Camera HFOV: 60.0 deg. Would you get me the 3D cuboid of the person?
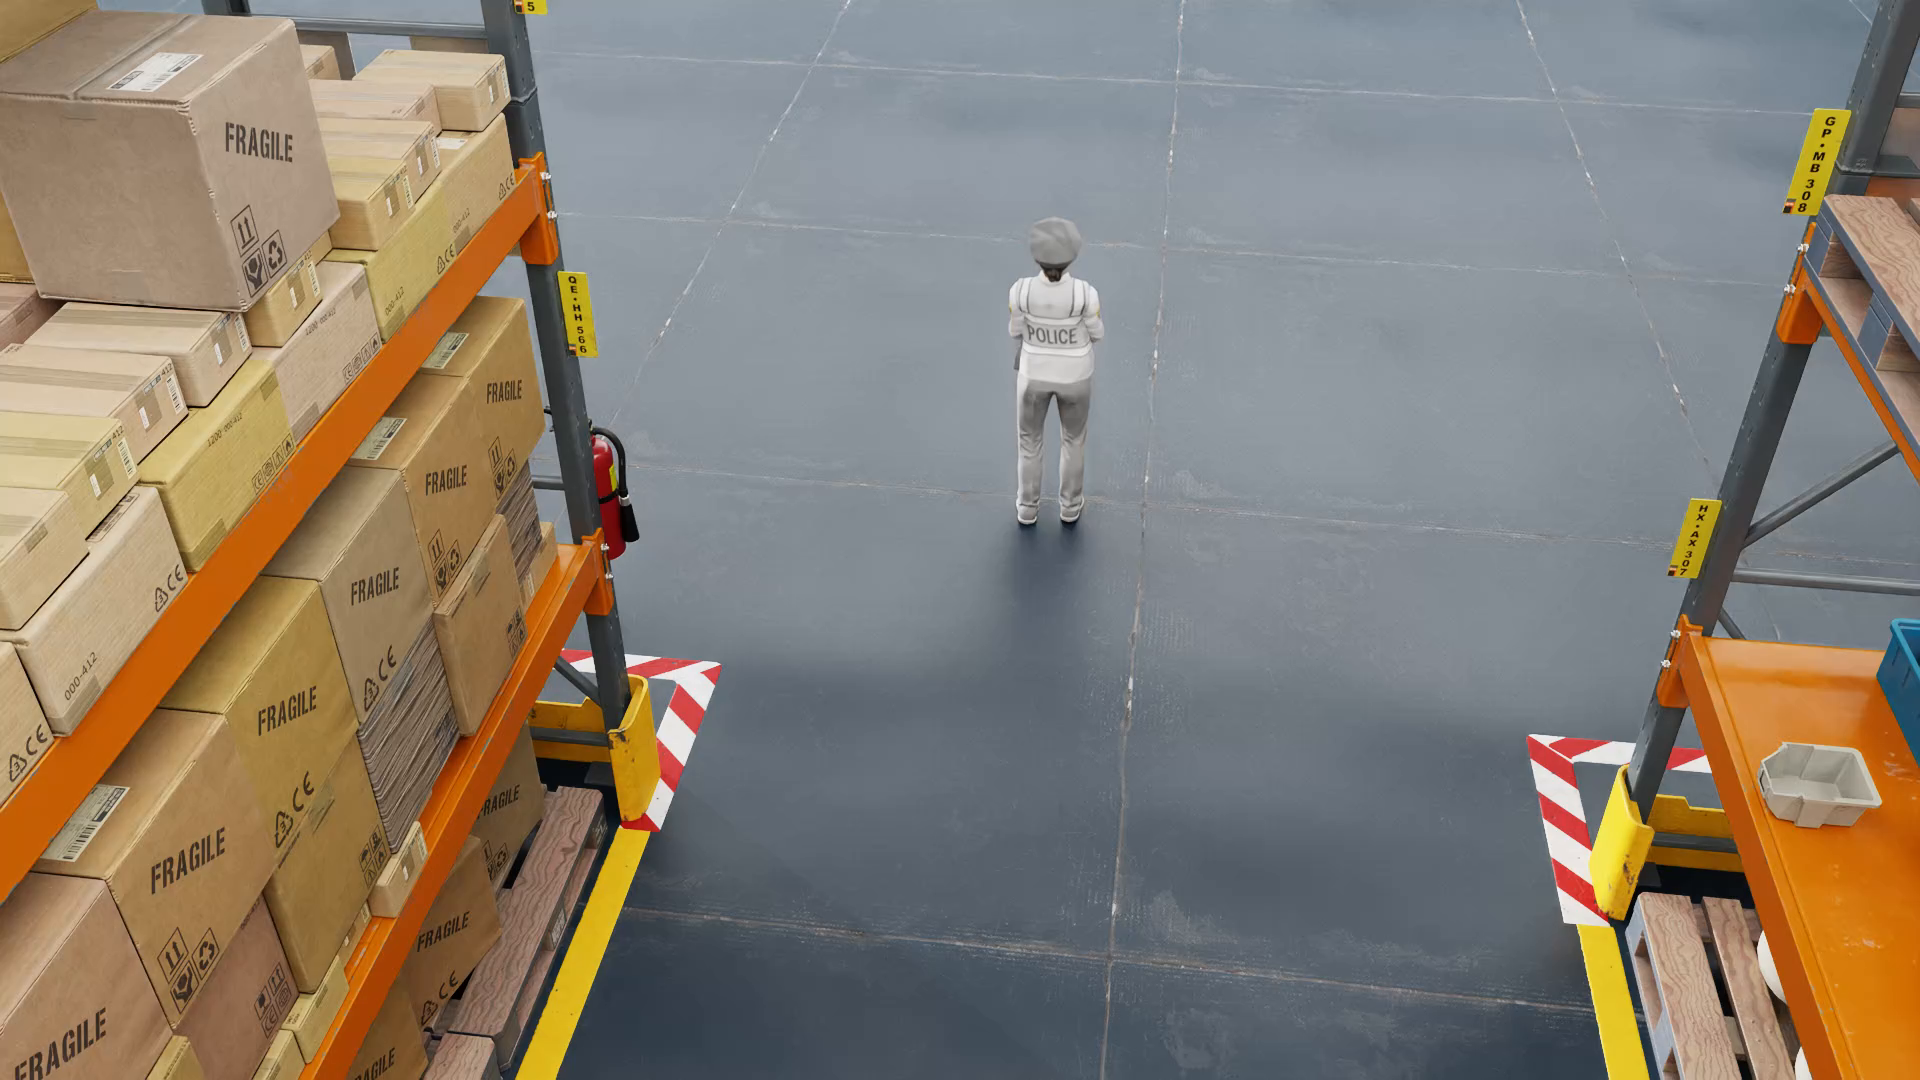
[{"bbox_3d":[0.464,-0.837,8.152,0.461,1.687,0.555,4,37,6],"label":"person"}]
